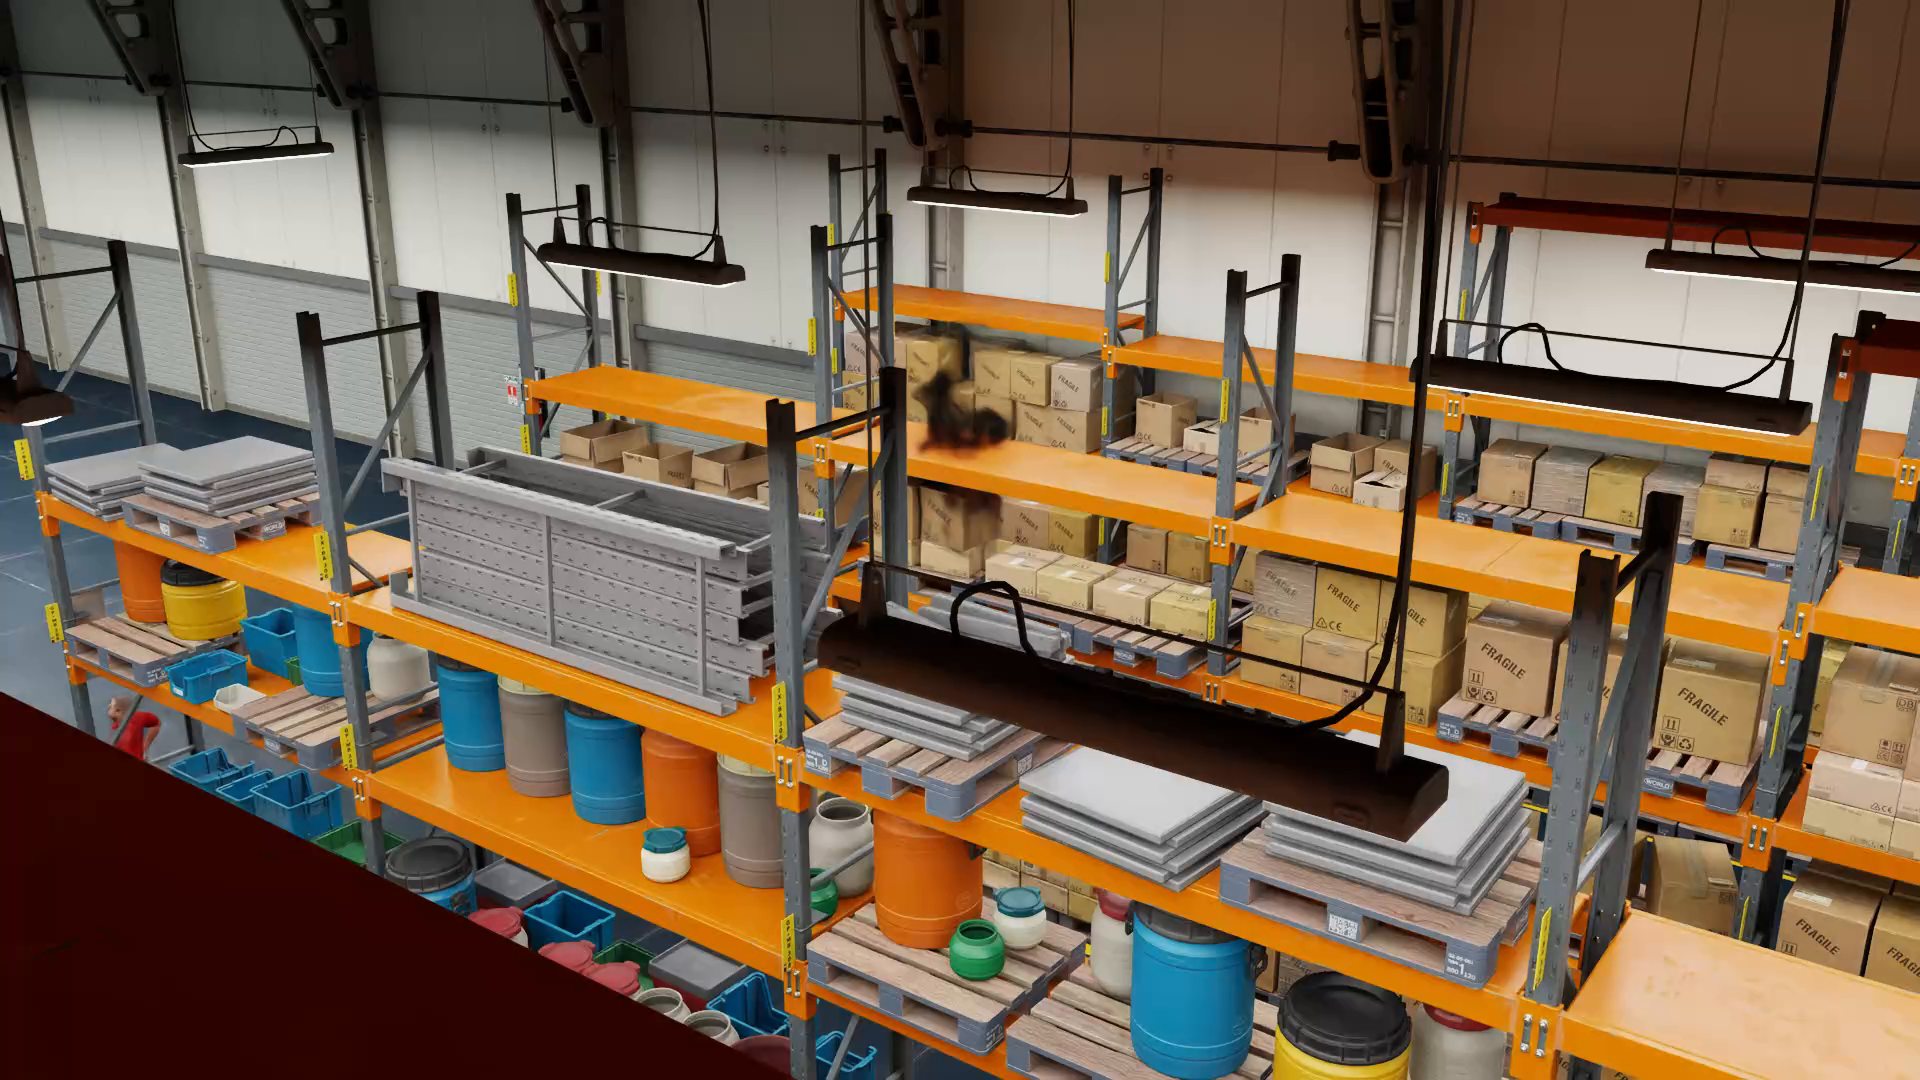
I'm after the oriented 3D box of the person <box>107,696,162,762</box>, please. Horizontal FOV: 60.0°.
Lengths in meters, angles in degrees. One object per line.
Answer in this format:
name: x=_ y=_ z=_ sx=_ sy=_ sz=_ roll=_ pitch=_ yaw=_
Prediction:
person: x=-7.870 y=2.243 z=15.778 sx=0.598 sy=1.696 sz=0.672 roll=-6 pitch=19 yaw=-18
